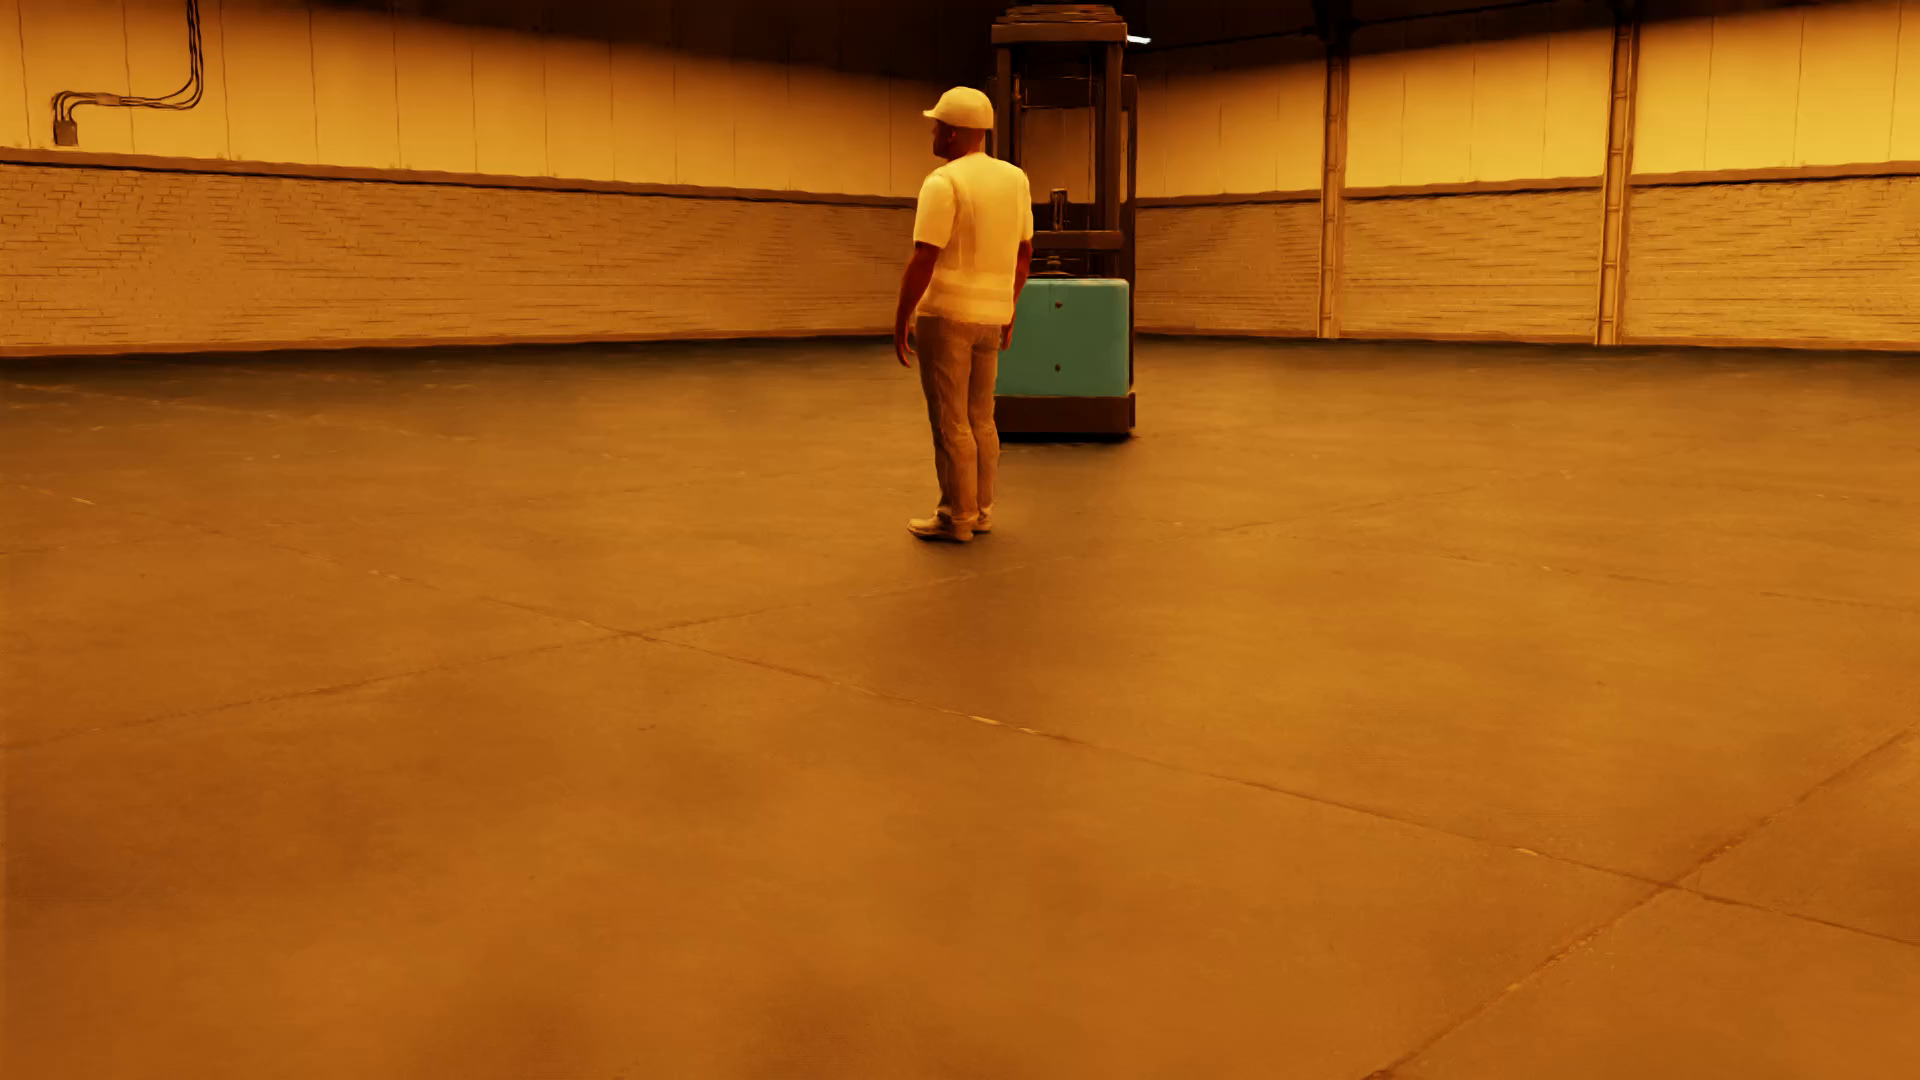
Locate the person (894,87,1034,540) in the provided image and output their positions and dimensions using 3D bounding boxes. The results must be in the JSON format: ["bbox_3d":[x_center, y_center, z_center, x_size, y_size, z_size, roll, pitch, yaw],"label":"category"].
[{"bbox_3d":[-0.046,-0.888,6.637,0.576,1.766,0.665,8,12,43],"label":"person"}]

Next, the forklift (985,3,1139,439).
[{"bbox_3d":[0.748,-2.312,12.231,1.130,2.935,3.031,1,9,6],"label":"forklift"}]
